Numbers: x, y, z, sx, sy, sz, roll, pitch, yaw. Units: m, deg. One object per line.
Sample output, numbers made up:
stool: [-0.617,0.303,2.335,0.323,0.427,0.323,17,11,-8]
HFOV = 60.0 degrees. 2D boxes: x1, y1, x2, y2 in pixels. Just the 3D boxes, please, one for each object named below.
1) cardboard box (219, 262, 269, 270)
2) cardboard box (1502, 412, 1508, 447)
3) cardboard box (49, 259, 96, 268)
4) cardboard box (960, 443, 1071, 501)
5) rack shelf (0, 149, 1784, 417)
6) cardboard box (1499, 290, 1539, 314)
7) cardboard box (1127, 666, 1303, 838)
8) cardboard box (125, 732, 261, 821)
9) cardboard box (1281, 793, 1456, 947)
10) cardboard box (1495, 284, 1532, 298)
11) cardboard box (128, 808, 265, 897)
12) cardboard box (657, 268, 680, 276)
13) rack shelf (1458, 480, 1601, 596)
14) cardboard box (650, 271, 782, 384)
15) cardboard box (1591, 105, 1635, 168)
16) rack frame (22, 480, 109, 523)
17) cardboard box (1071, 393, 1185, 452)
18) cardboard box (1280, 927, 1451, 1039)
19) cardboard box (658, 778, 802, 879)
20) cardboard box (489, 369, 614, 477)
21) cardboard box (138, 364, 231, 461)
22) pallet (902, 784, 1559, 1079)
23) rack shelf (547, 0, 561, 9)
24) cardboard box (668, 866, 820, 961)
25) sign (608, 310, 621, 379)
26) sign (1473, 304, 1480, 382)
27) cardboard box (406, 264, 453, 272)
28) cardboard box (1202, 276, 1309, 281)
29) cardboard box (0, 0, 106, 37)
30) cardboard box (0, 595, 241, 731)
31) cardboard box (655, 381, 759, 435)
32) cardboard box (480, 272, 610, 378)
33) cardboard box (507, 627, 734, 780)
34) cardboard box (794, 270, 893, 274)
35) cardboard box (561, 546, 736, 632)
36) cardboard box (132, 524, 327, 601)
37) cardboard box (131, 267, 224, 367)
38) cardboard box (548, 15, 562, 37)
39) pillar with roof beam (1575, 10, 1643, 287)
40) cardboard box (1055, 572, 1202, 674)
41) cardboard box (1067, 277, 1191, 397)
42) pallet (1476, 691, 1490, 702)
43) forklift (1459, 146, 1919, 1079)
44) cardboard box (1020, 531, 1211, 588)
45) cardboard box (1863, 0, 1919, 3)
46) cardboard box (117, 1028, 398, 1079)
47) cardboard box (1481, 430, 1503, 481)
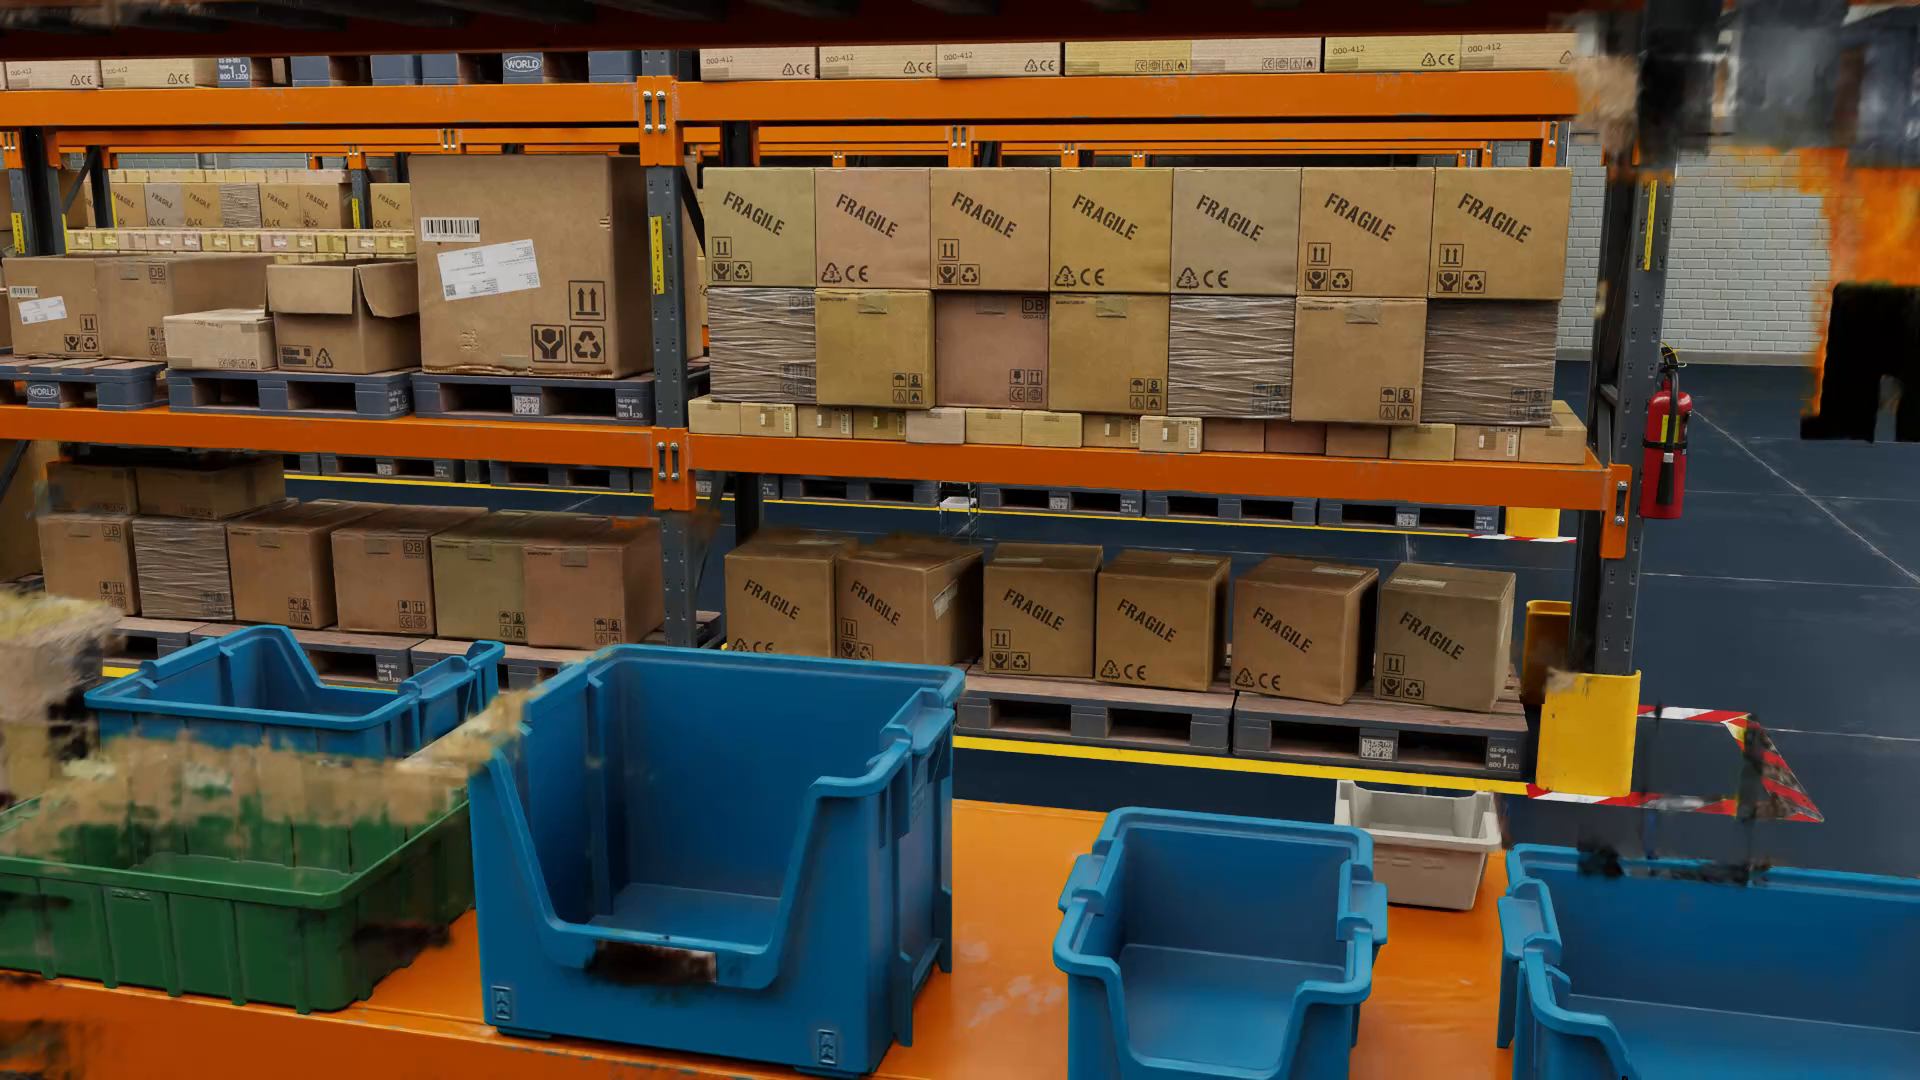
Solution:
cardboard box: [-8.671,-4.166,19.051,0.250,0.149,0.380,3,13,12]
cardboard box: [-2.304,-3.178,18.245,0.250,0.149,0.380,4,13,16]
cardboard box: [-9.670,-4.220,19.290,0.250,0.149,0.380,3,13,15]
cardboard box: [-4.718,-3.035,18.336,0.500,0.250,0.500,3,13,13]
rack shelf: [-5.708,-3.234,13.623,4.000,0.370,1.077,3,13,14]
cardboard box: [-0.994,-4.381,22.327,0.250,0.149,0.380,3,13,15]
cardboard box: [-4.595,-2.333,13.060,0.250,0.149,0.380,3,13,13]
cardboard box: [-6.360,-2.282,13.519,0.250,0.149,0.380,4,13,16]
cardboard box: [-4.355,-2.175,13.035,0.250,0.149,0.380,3,13,15]
cardboard box: [-0.847,-4.509,22.902,0.250,0.149,0.380,3,13,15]
cardboard box: [-6.374,-2.137,13.551,0.250,0.149,0.380,2,13,11]
cardboard box: [-7.427,-4.803,23.885,0.500,0.500,0.500,3,13,15]
rack shelf: [-0.736,-2.609,17.727,4.000,0.370,1.077,3,13,14]
cardboard box: [-6.203,-3.725,18.558,0.500,0.500,0.500,3,13,14]
cardboard box: [-2.165,-4.397,17.512,0.258,0.266,0.396,3,13,14]
rack frame: [-10.445,-3.479,19.988,0.127,3.000,1.000,3,13,14]
cardboard box: [-4.210,-3.254,18.169,0.500,0.250,0.500,3,13,12]
cardboard box: [-4.355,-2.029,13.063,0.250,0.149,0.380,3,13,14]
cardboard box: [-5.354,-2.228,13.275,0.250,0.149,0.380,3,13,13]
cardboard box: [-7.073,-3.290,18.908,0.500,0.500,0.500,3,13,14]
cardboard box: [-9.061,-3.392,19.365,0.500,0.500,0.500,3,13,13]
pallet: [-4.483,-1.938,13.488,1.003,0.211,1.213,3,13,14]
rack shelf: [-7.318,-6.995,23.655,4.000,0.370,1.077,3,13,14]
cardboard box: [-5.348,-2.083,13.306,0.250,0.149,0.380,2,13,11]
sign: [-6.693,-3.616,18.424,0.005,0.325,0.100,3,13,14]
sign: [-2.808,-3.512,17.465,0.005,0.325,0.100,3,13,14]
cardboard box: [-7.657,-4.135,18.908,0.250,0.149,0.380,3,13,13]
cardboard box: [-3.582,-3.701,18.452,0.500,0.500,0.500,3,13,14]
cardboard box: [-6.845,-3.761,13.572,0.500,0.311,0.500,3,13,13]
cardboard box: [-6.615,-2.440,13.544,0.250,0.149,0.380,3,13,13]
cardboard box: [-6.202,-3.360,18.645,0.500,0.250,0.500,3,13,12]
cardboard box: [-7.086,-3.775,18.782,0.500,0.500,0.500,3,13,13]
cardboard box: [-5.607,-2.387,13.304,0.250,0.149,0.380,4,13,16]
cardboard box: [-5.564,-3.812,18.953,0.500,0.500,0.500,3,13,15]
cardboard box: [-5.686,-2.537,13.979,0.250,0.149,0.380,3,13,13]
cardboard box: [-6.702,-2.590,14.221,0.250,0.149,0.380,3,13,12]
cardboard box: [-9.042,-3.881,19.260,0.500,0.500,0.500,3,13,13]
cardboard box: [-7.082,-5.113,18.997,0.500,0.500,0.500,3,13,14]
pillar with roof beam: [-1.042,-6.253,18.642,0.400,9.000,9.100,3,13,14]
cardboard box: [-4.667,-2.482,13.733,0.250,0.149,0.380,3,13,13]
cardboard box: [-4.224,-3.624,18.106,0.500,0.500,0.500,3,13,14]
pallet: [-1.920,-1.661,18.235,1.213,0.211,1.003,3,13,14]
forklift: [-2.238,-2.364,15.122,3.031,2.935,1.130,2,13,11]
cardboard box: [-4.194,-2.332,18.755,0.875,0.875,0.875,3,13,14]
cardboard box: [-3.480,-3.562,12.818,0.250,0.149,0.380,3,13,11]
cardboard box: [-6.478,-1.455,13.936,0.500,0.250,0.500,3,13,15]
cardboard box: [-0.890,-3.118,22.876,0.625,0.625,0.875,3,13,15]
